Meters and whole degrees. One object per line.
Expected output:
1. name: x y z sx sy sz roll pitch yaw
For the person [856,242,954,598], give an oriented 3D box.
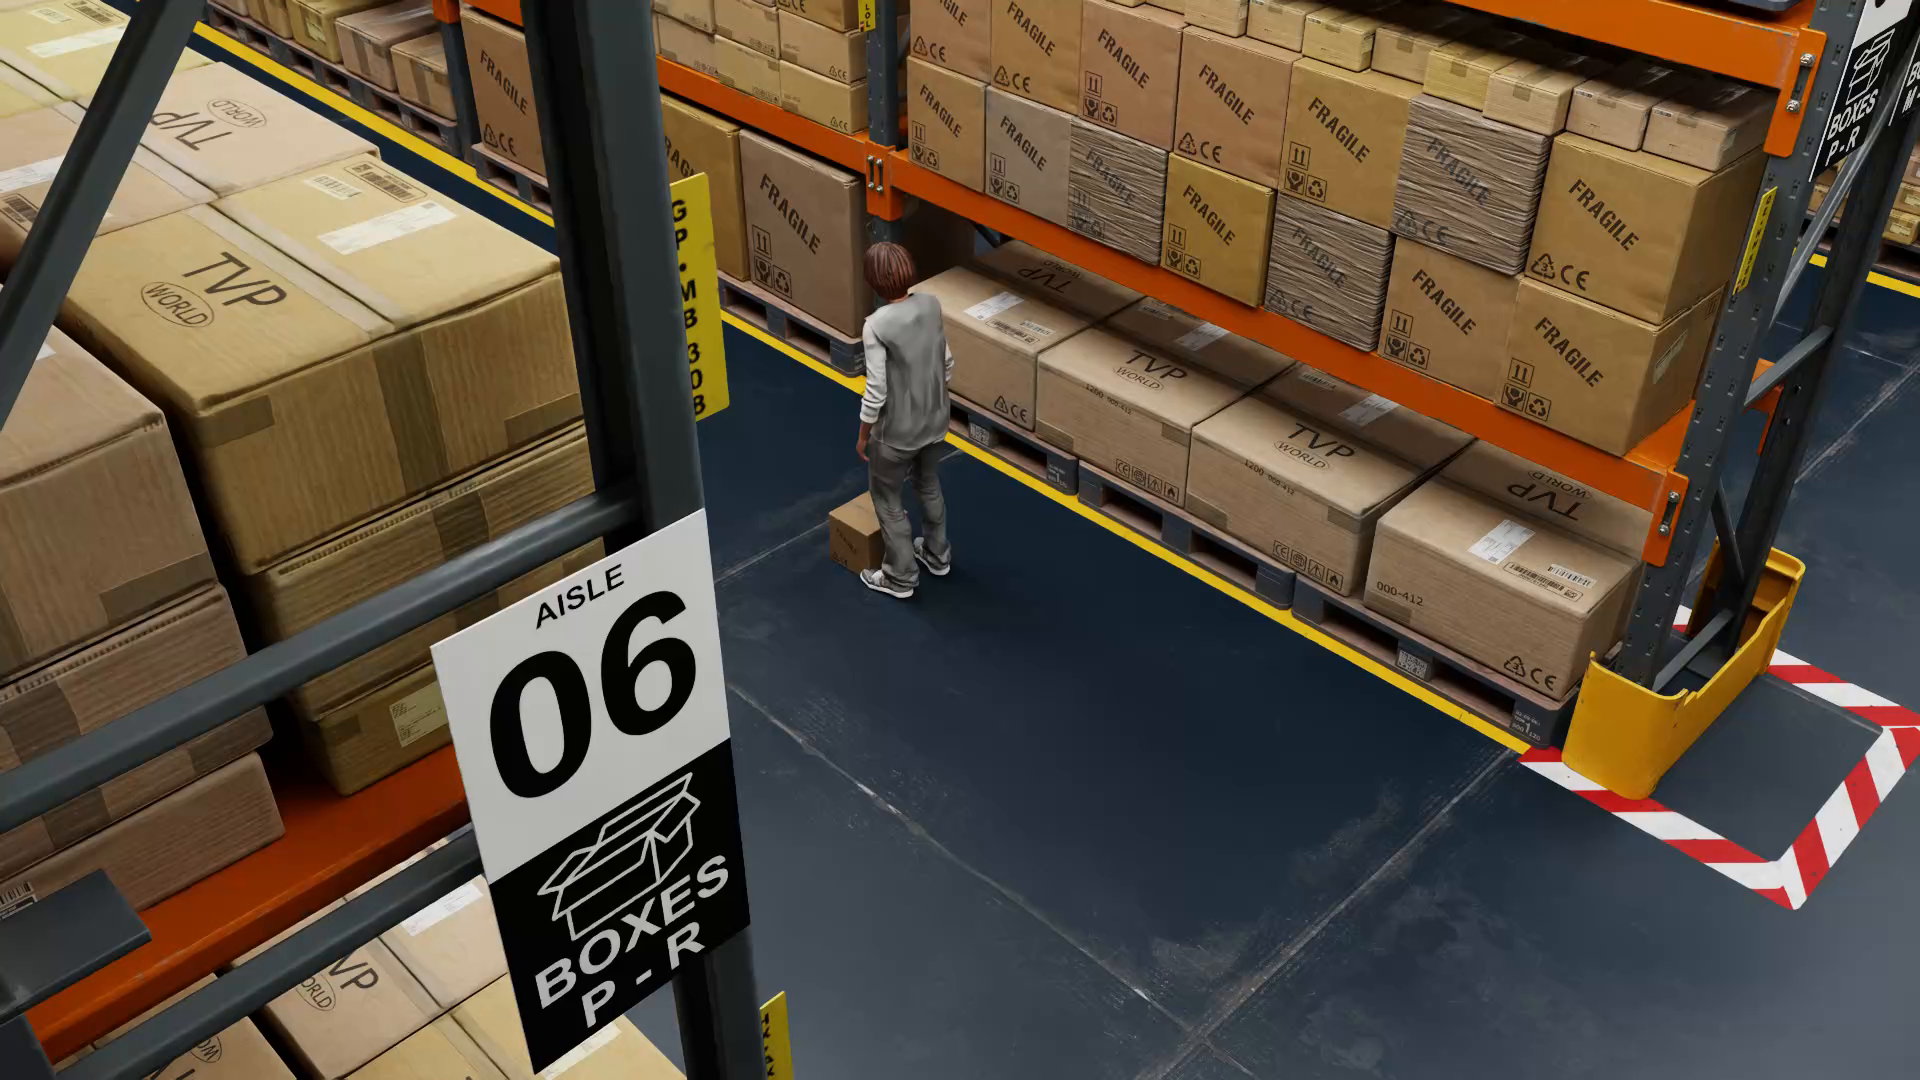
1. person: -0.225 -0.462 6.803 0.460 1.582 0.343 -29 45 -34
